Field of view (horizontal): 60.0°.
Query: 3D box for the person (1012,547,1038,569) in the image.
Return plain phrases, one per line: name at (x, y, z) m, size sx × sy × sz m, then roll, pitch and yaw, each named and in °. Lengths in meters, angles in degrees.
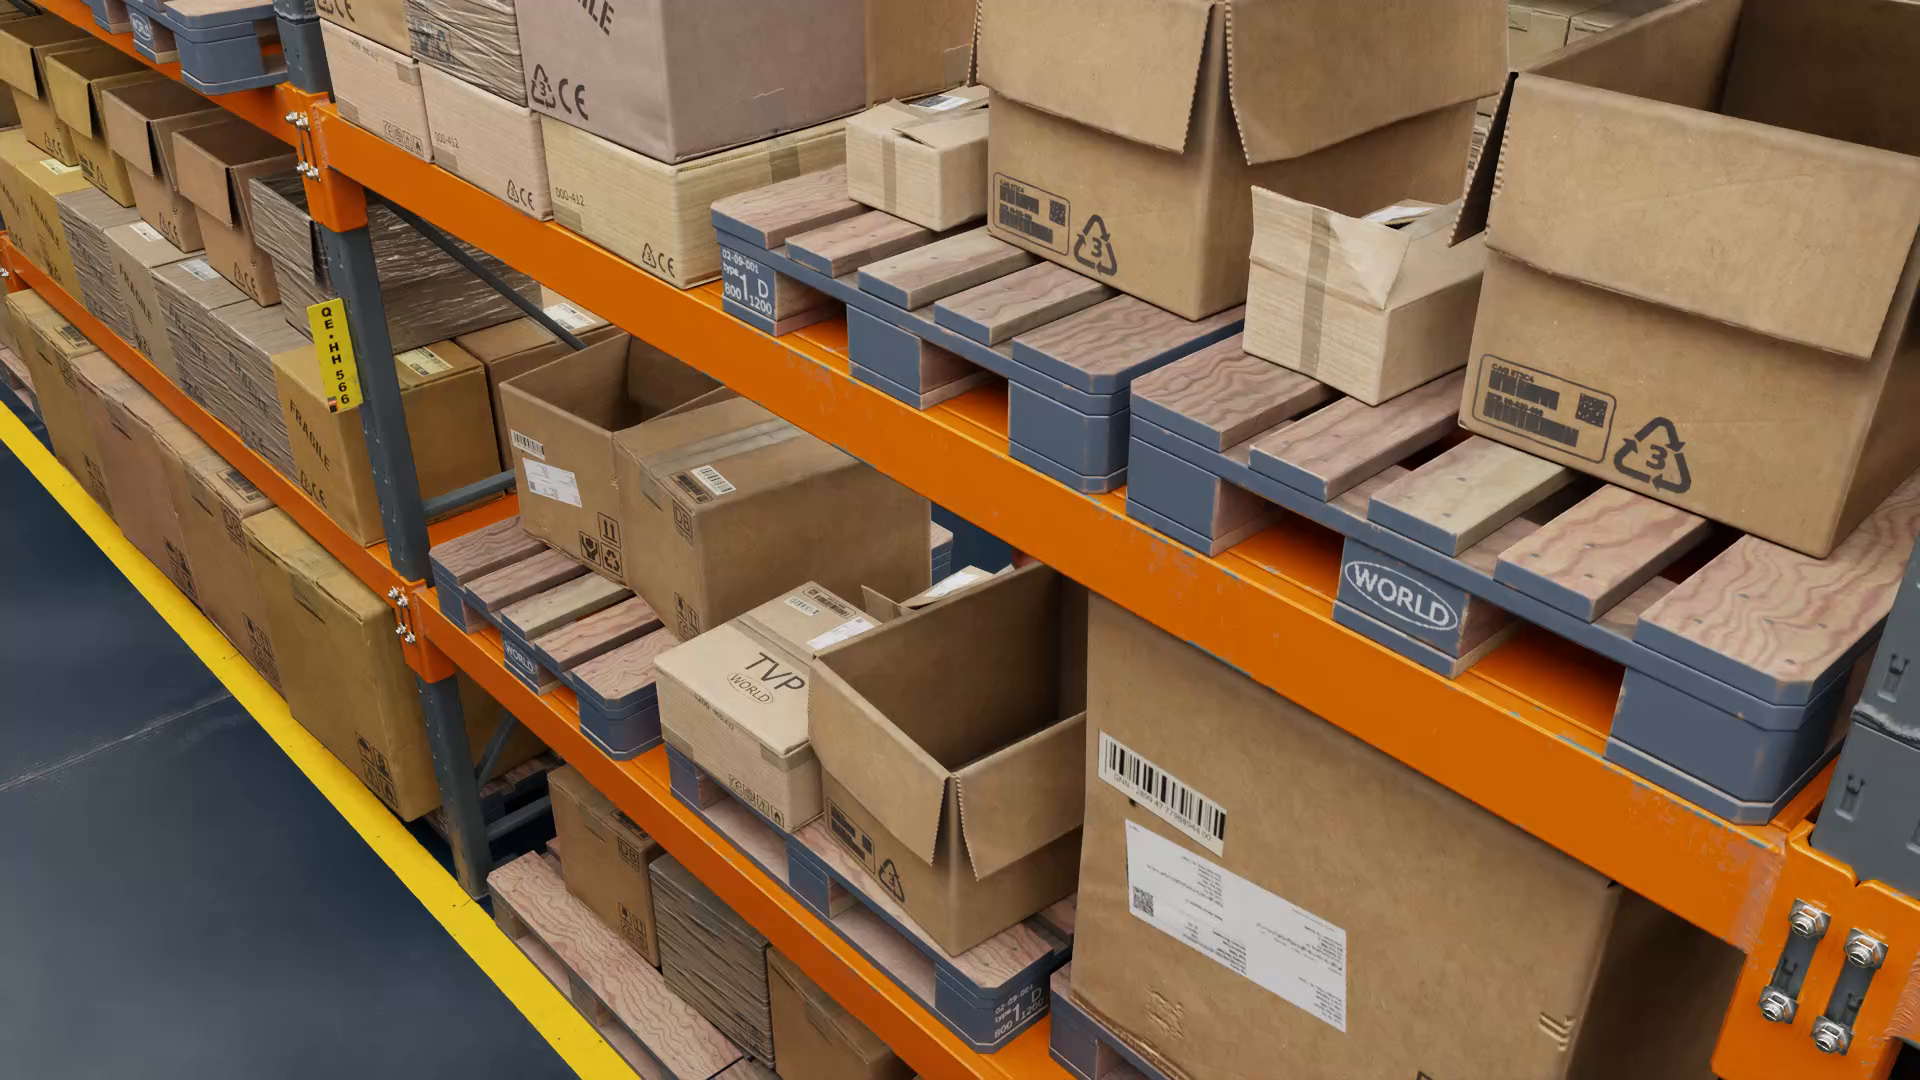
person at (0.421, 0.218, 5.764) m, size 0.450 × 1.778 × 0.597 m, roll 28°, pitch 41°, yaw 37°
